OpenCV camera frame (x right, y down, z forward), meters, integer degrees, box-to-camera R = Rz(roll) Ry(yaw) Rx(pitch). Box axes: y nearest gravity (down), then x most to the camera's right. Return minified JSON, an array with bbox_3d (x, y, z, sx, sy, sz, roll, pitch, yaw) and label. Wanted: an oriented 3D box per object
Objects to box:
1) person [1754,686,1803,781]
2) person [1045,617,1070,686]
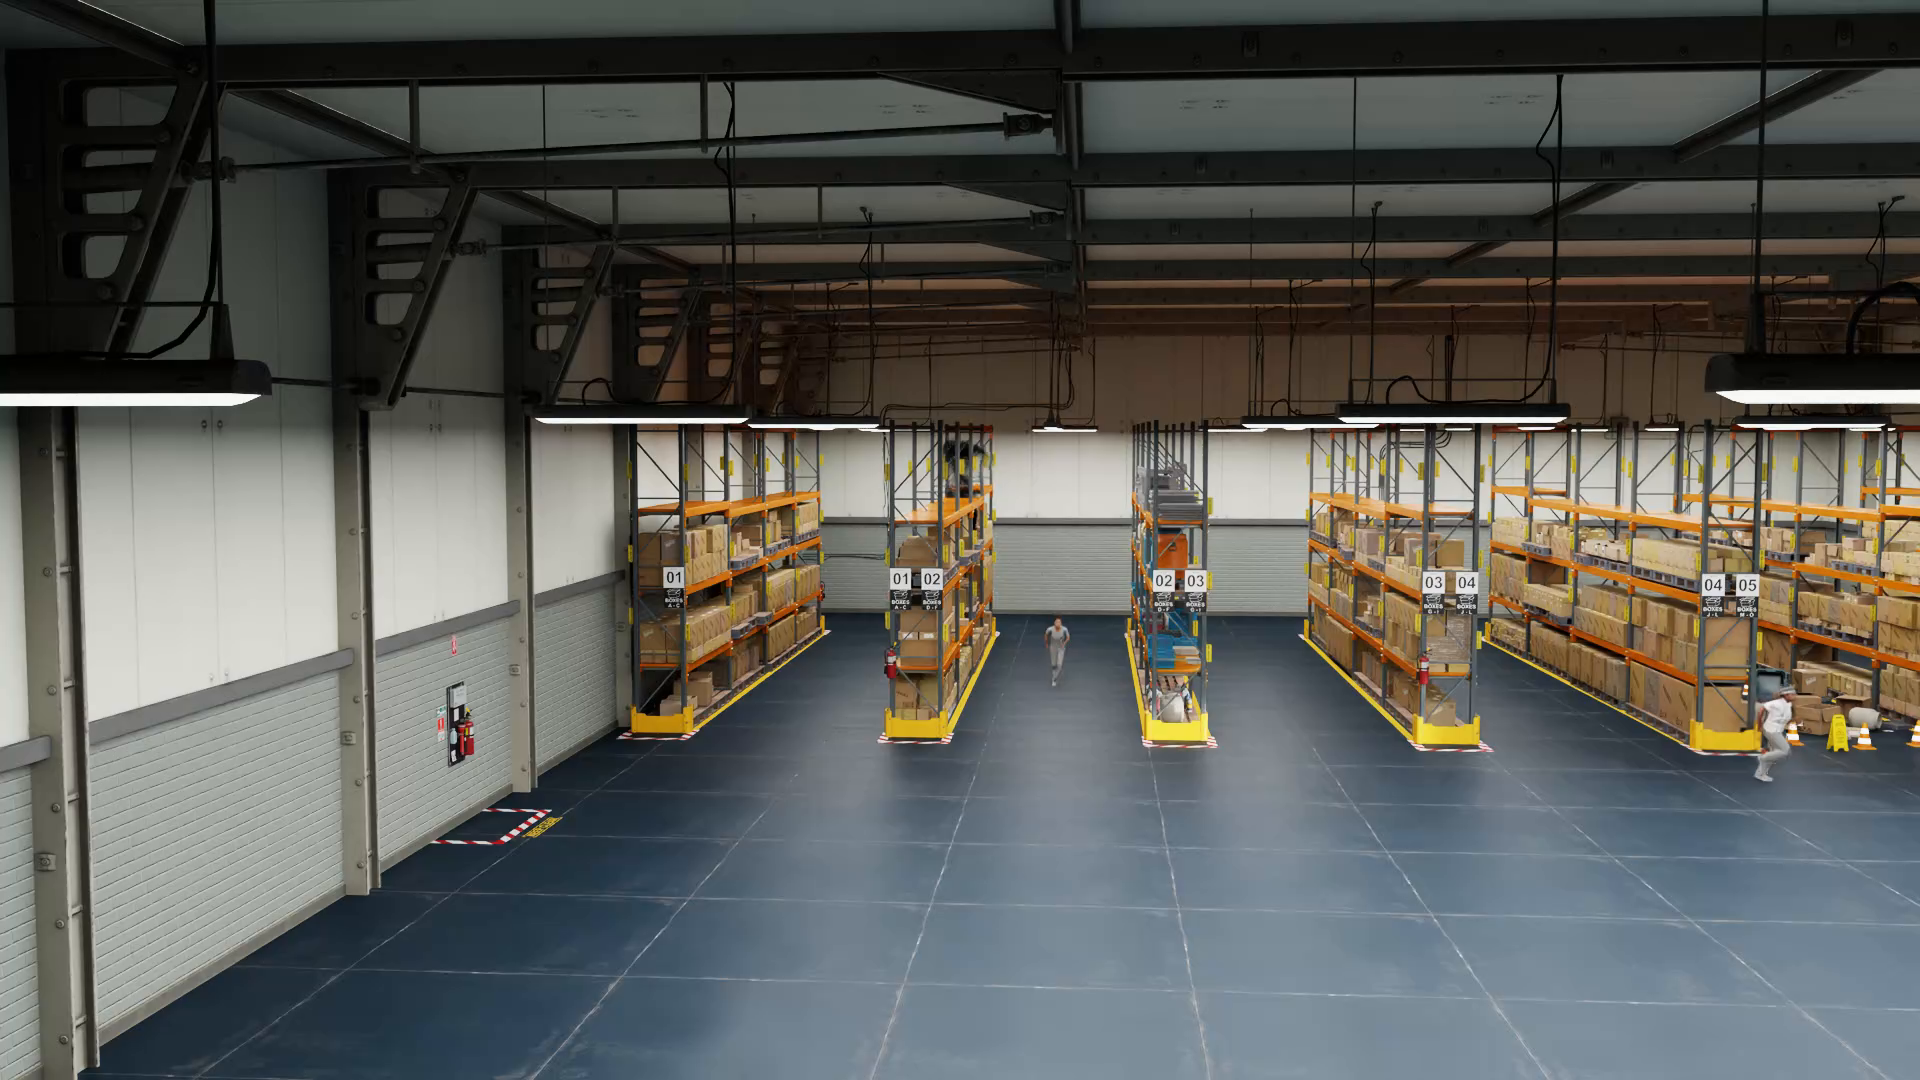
[{"bbox_3d":[13.500,3.186,27.414,0.715,1.611,0.562,3,5,41],"label":"person"},{"bbox_3d":[2.222,2.536,38.073,0.554,1.600,0.707,0,4,-2],"label":"person"}]
